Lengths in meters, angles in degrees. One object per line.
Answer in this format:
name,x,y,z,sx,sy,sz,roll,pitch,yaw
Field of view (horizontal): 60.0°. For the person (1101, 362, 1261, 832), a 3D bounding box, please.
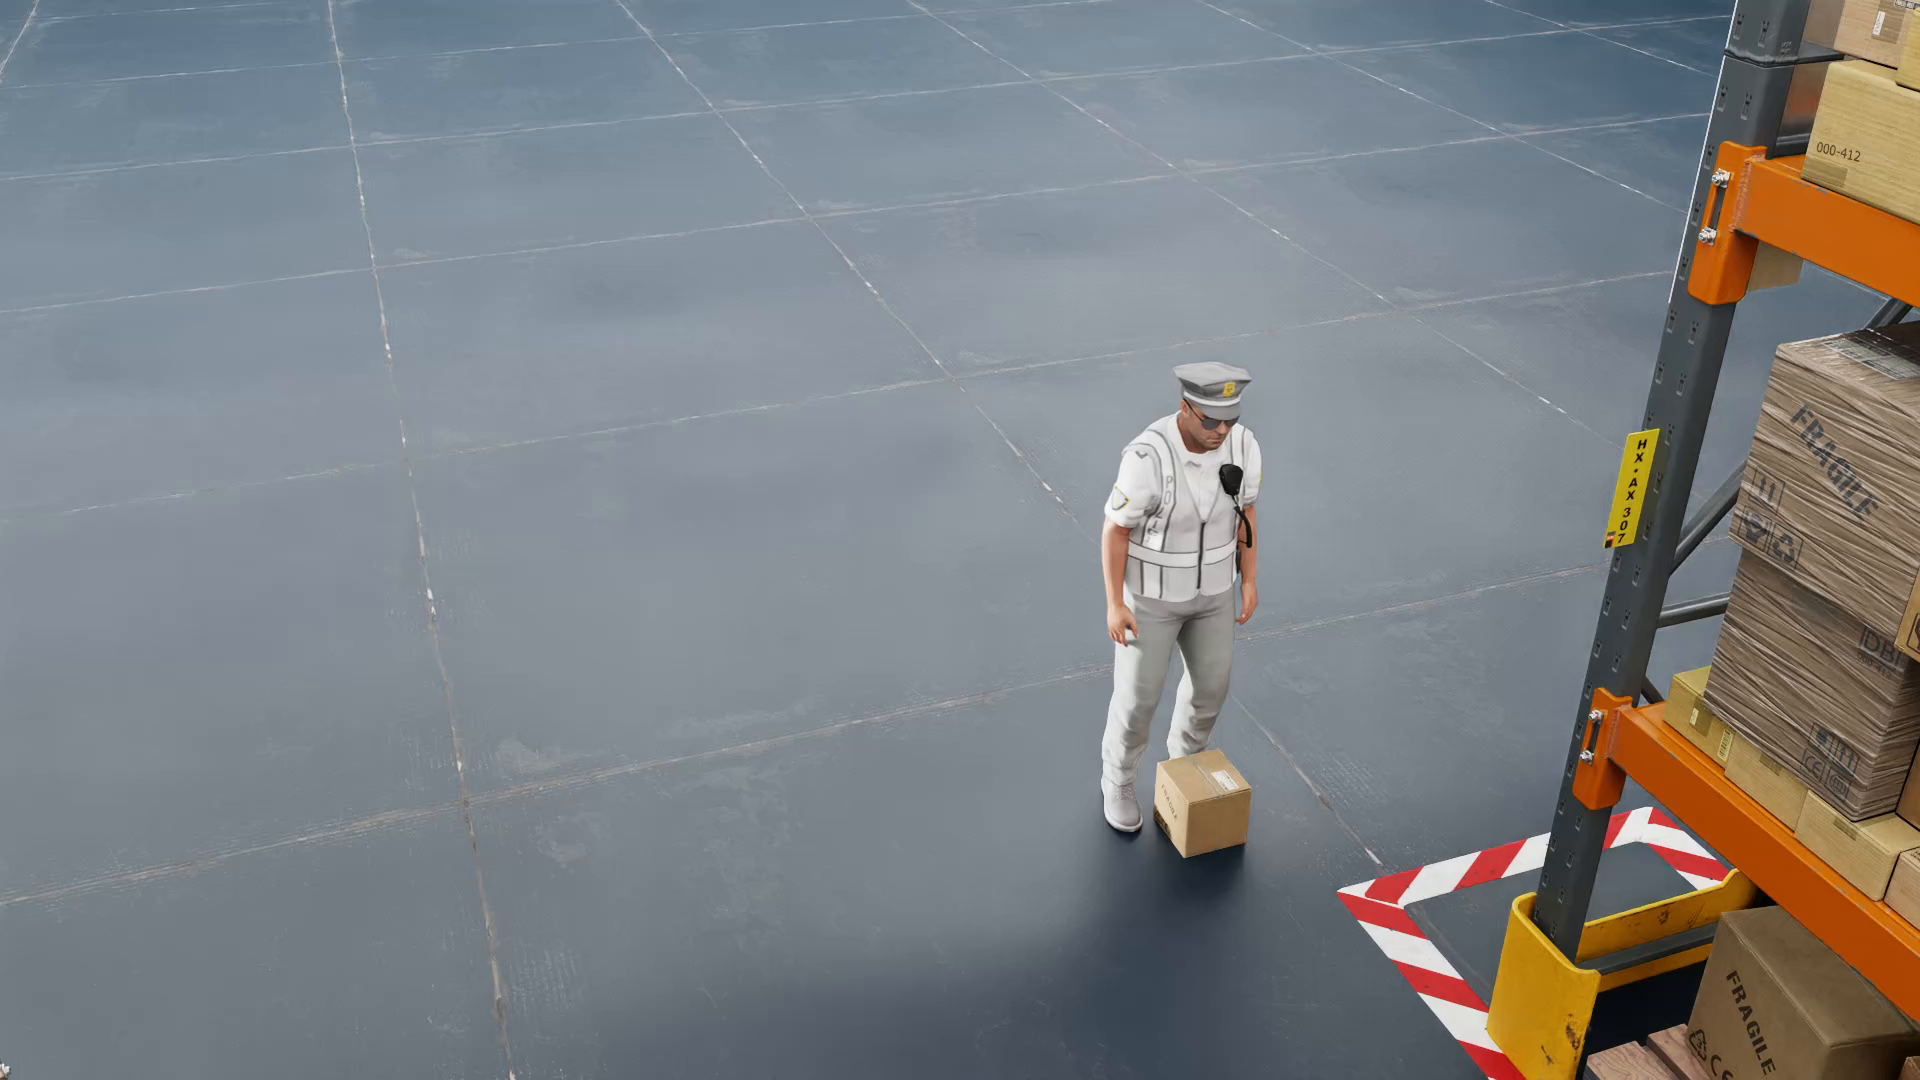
person,0.764,0.168,5.825,0.586,1.748,0.436,-10,31,-17
